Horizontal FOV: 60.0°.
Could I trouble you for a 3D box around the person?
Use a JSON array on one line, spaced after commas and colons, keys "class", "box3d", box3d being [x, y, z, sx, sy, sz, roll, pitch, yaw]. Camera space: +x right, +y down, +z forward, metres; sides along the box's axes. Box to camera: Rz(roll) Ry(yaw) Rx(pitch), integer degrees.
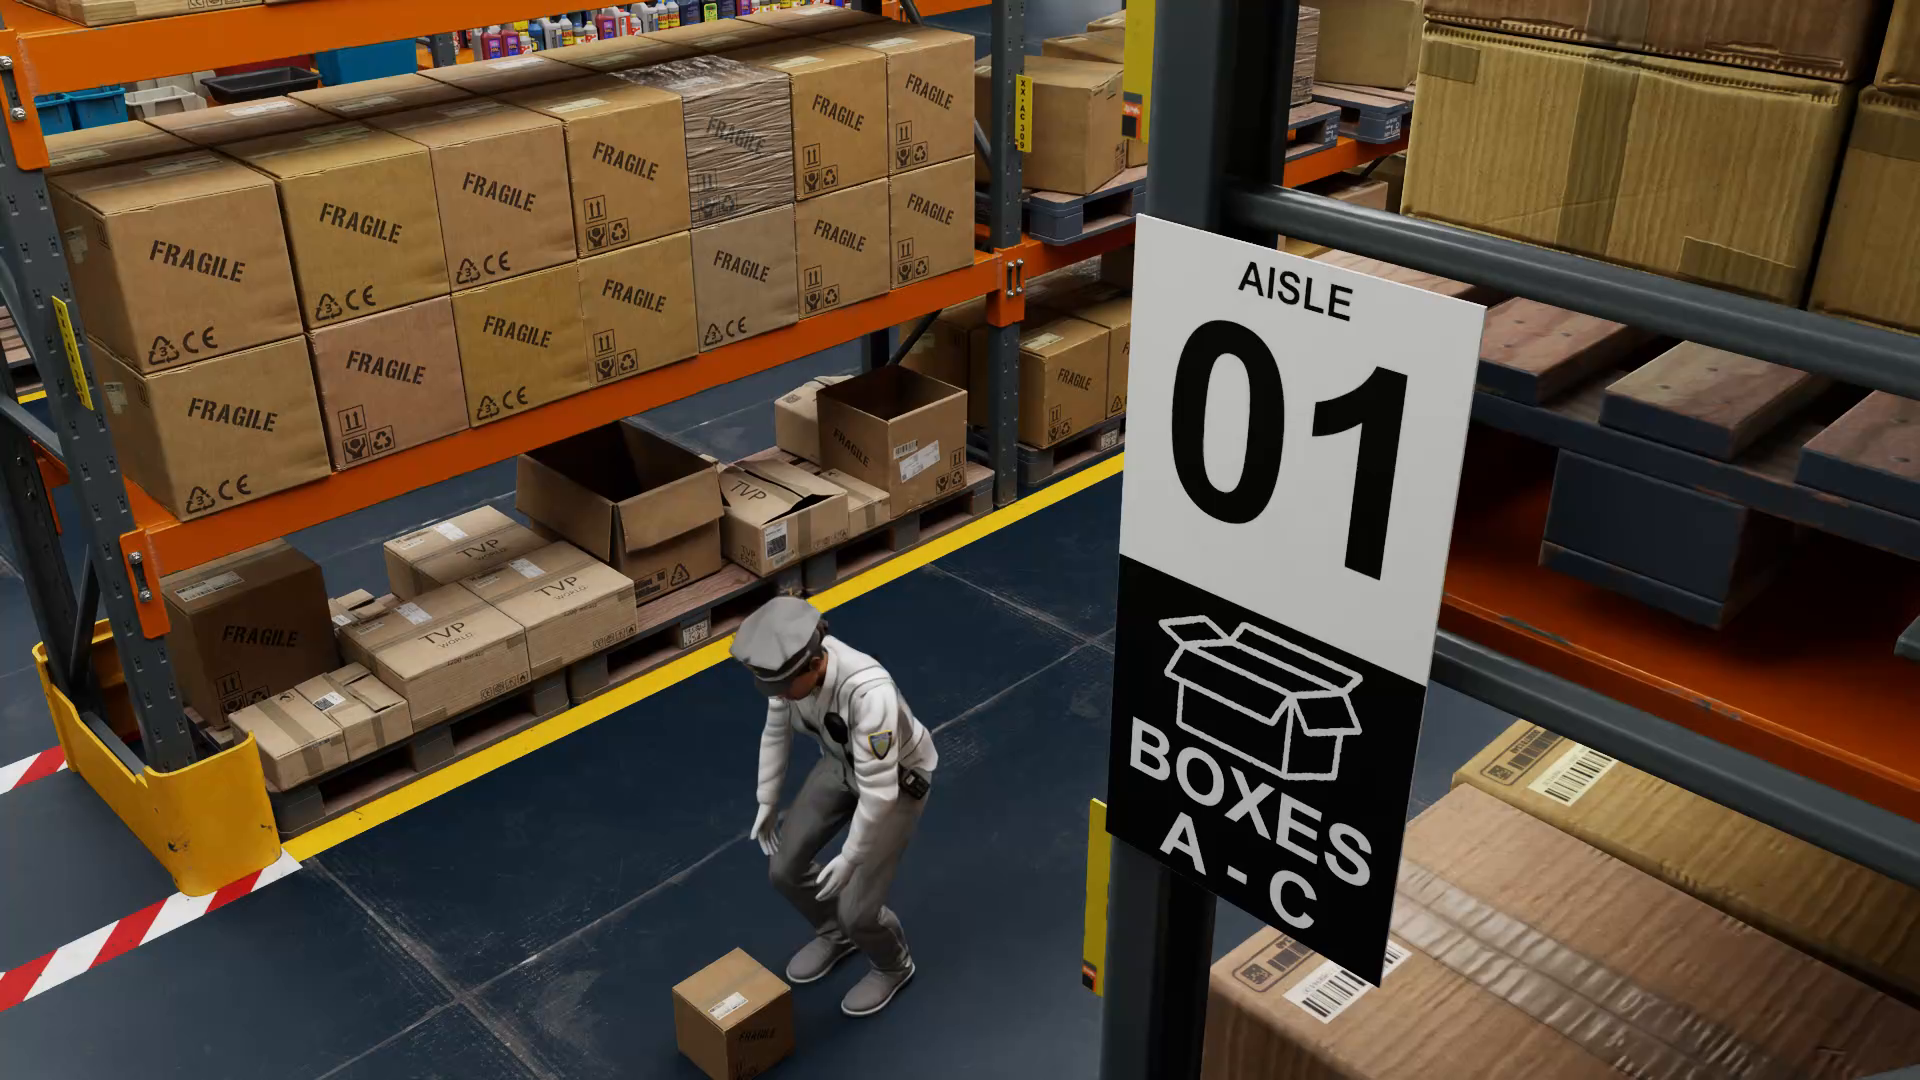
[{"class": "person", "box3d": [-0.350, 0.775, 4.898, 0.533, 1.451, 0.647, 25, 37, 39]}]
